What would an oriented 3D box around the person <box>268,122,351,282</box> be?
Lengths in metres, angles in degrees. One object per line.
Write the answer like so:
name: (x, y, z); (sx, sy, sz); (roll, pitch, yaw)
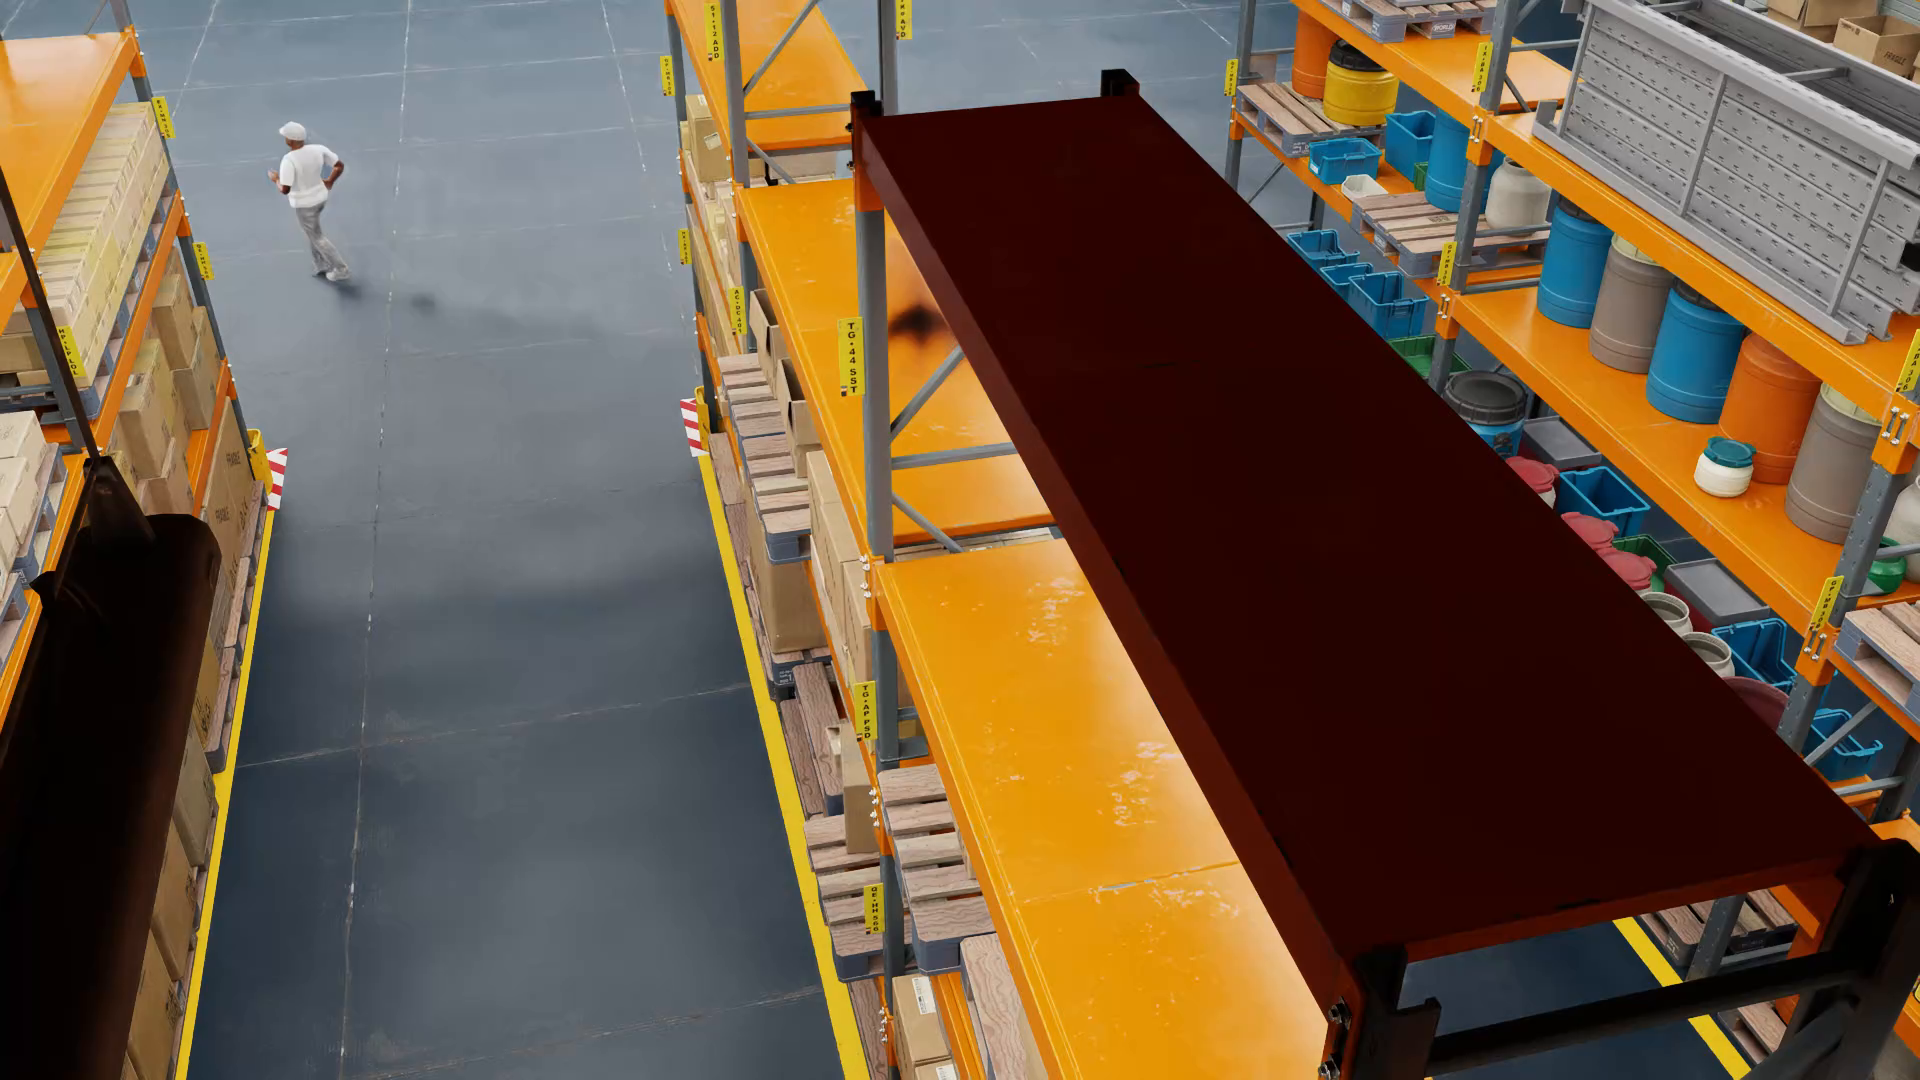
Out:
person: (-6.942, -3.581, 17.771); (0.722, 1.830, 0.675); (12, 36, 17)
